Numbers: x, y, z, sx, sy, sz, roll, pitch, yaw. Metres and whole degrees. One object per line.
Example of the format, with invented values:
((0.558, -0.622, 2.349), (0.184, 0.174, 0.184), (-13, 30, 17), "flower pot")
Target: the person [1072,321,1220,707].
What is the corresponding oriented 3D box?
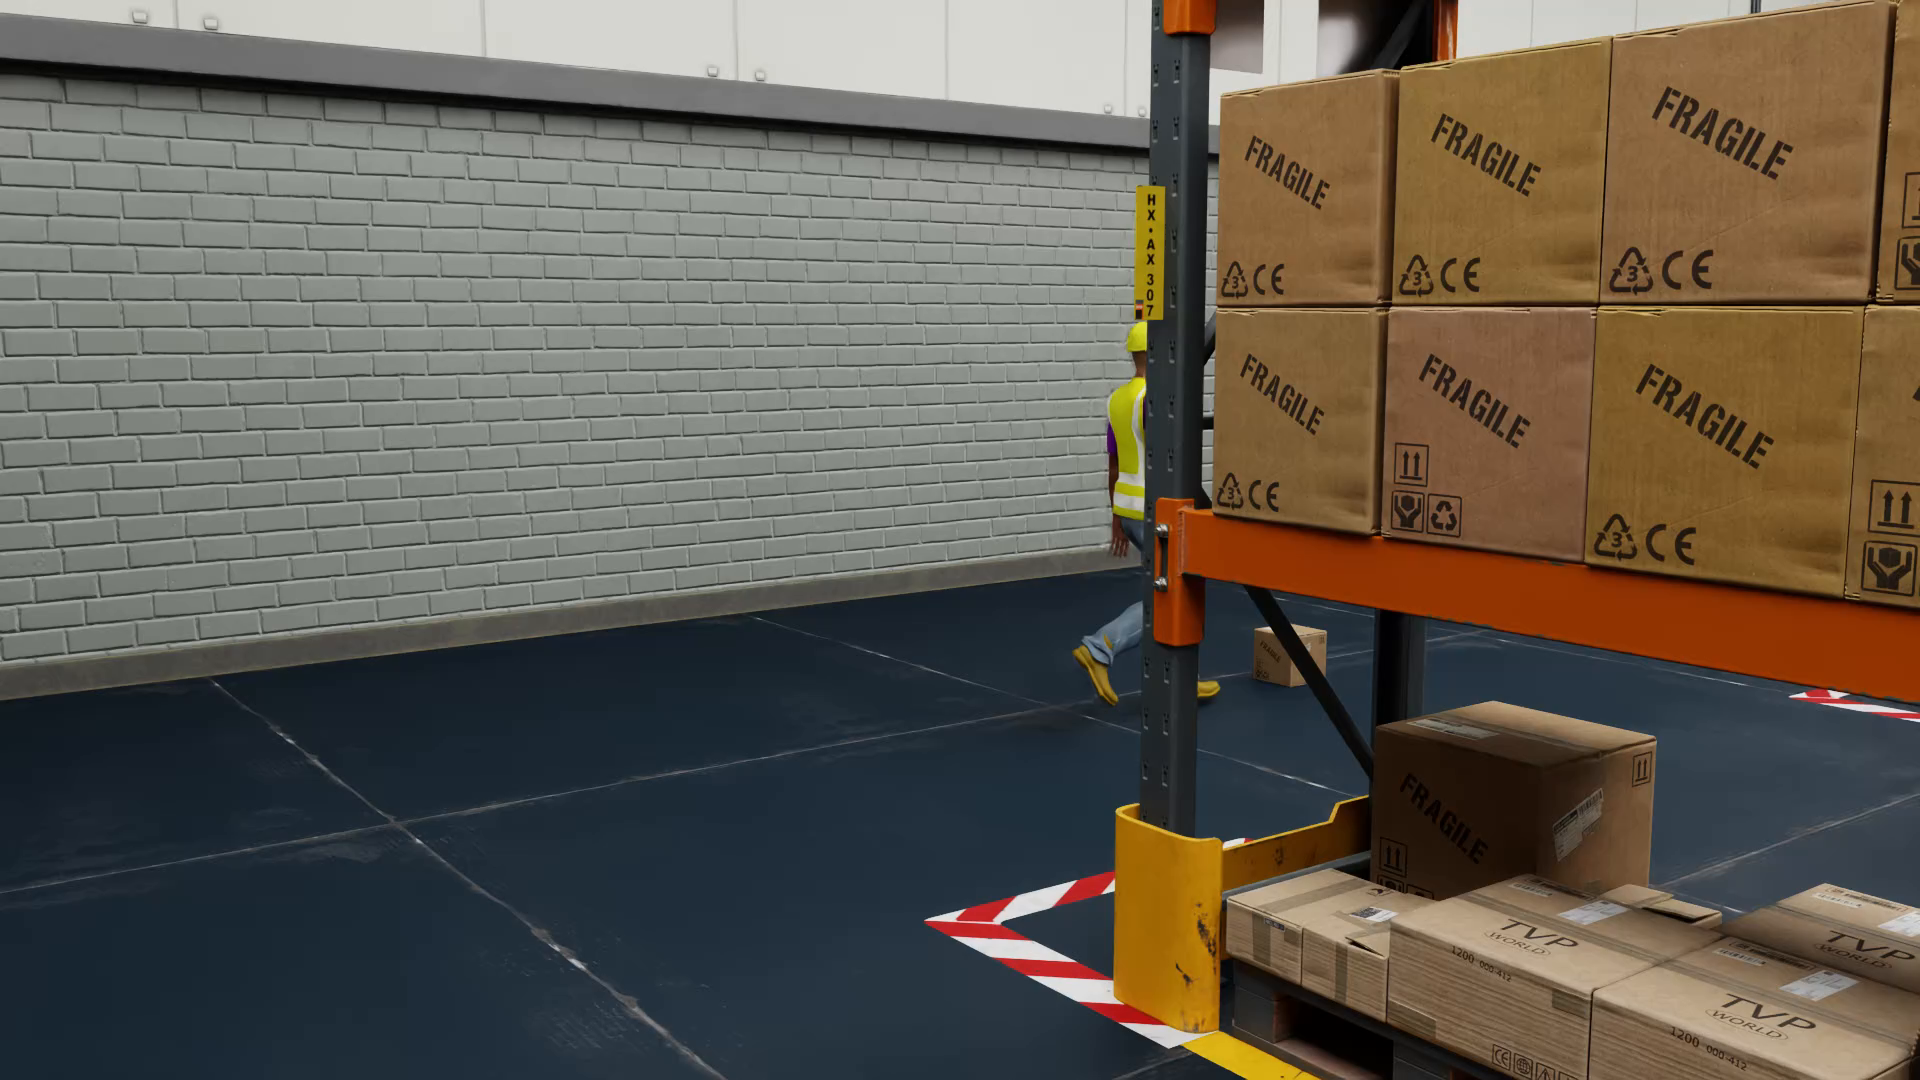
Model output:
((0.850, -0.108, 7.475), (0.796, 1.744, 0.608), (-2, 8, -15), "person")
